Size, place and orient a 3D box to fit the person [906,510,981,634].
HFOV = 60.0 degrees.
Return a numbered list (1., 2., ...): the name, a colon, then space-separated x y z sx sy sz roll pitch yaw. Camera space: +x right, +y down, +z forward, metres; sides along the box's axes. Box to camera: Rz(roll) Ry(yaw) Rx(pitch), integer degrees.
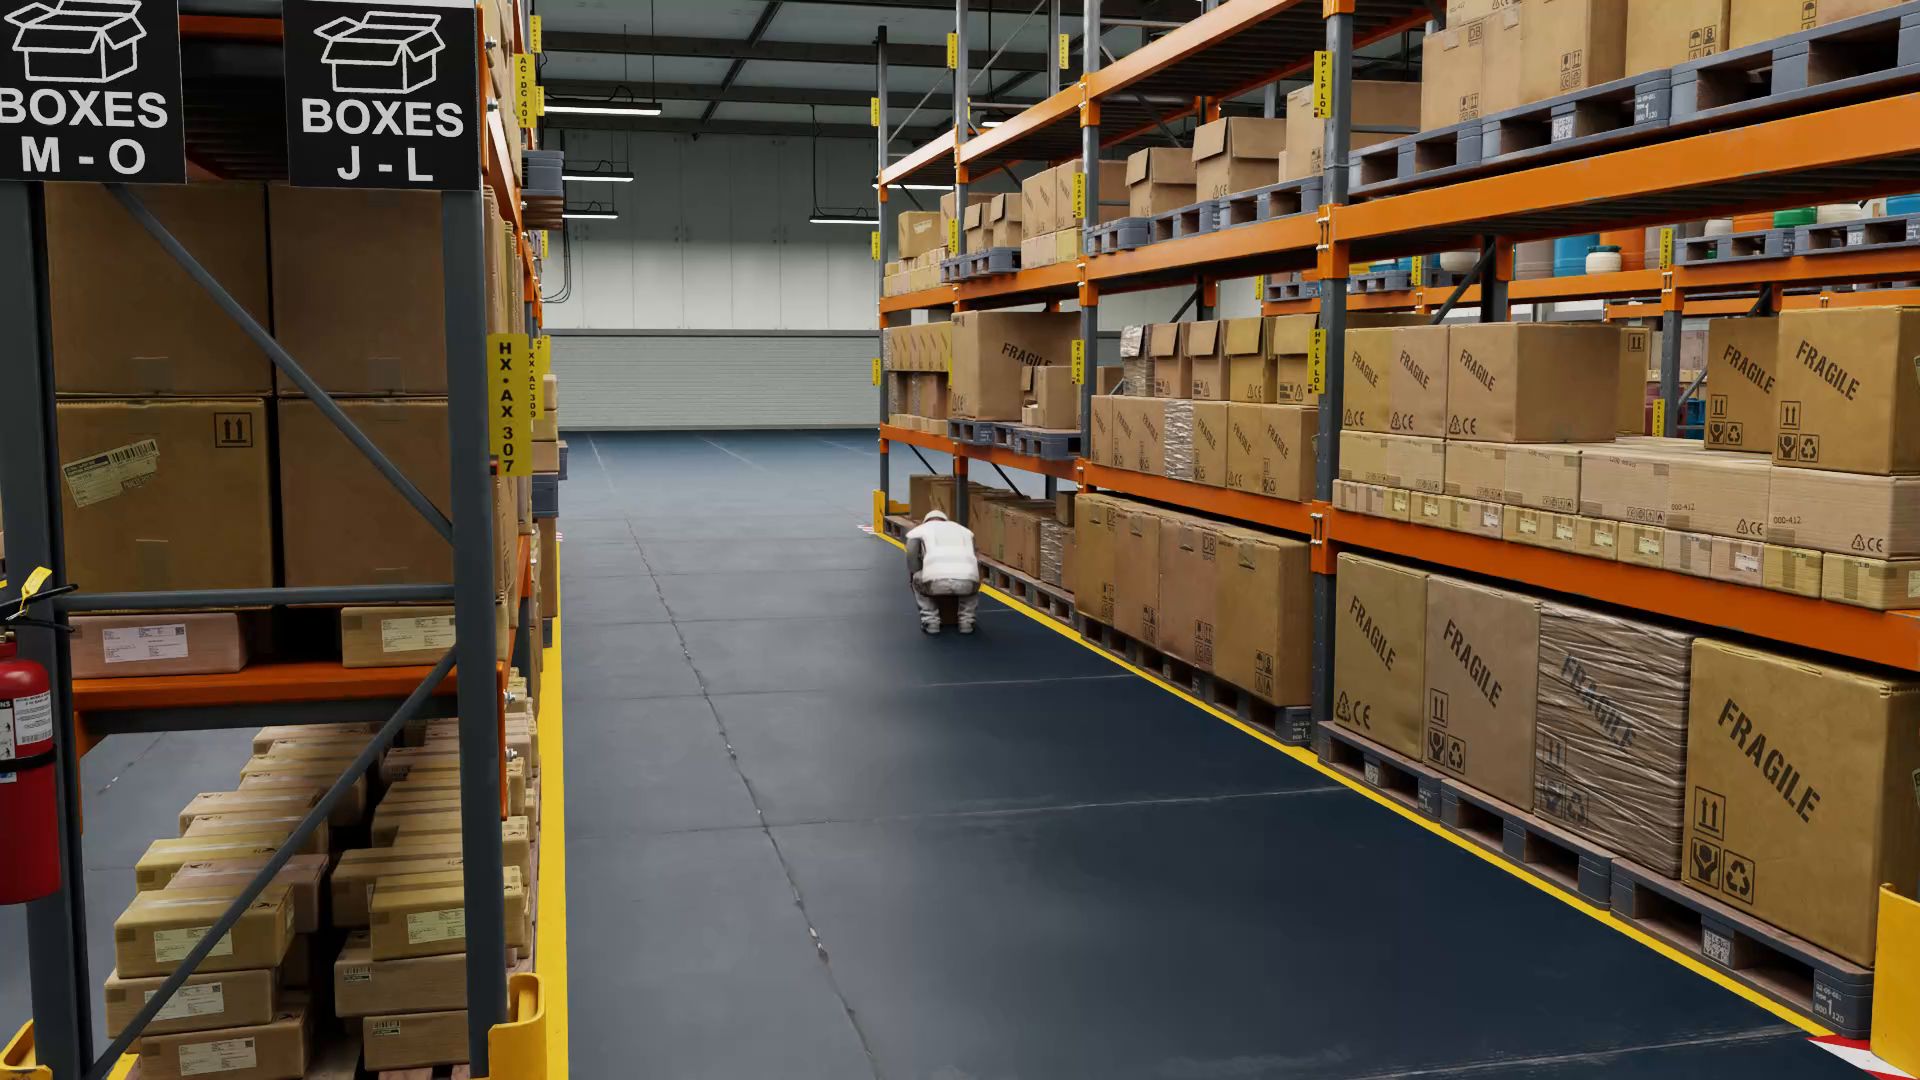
1. person: -0.125 0.244 12.779 0.578 0.888 0.905 0 6 -4
